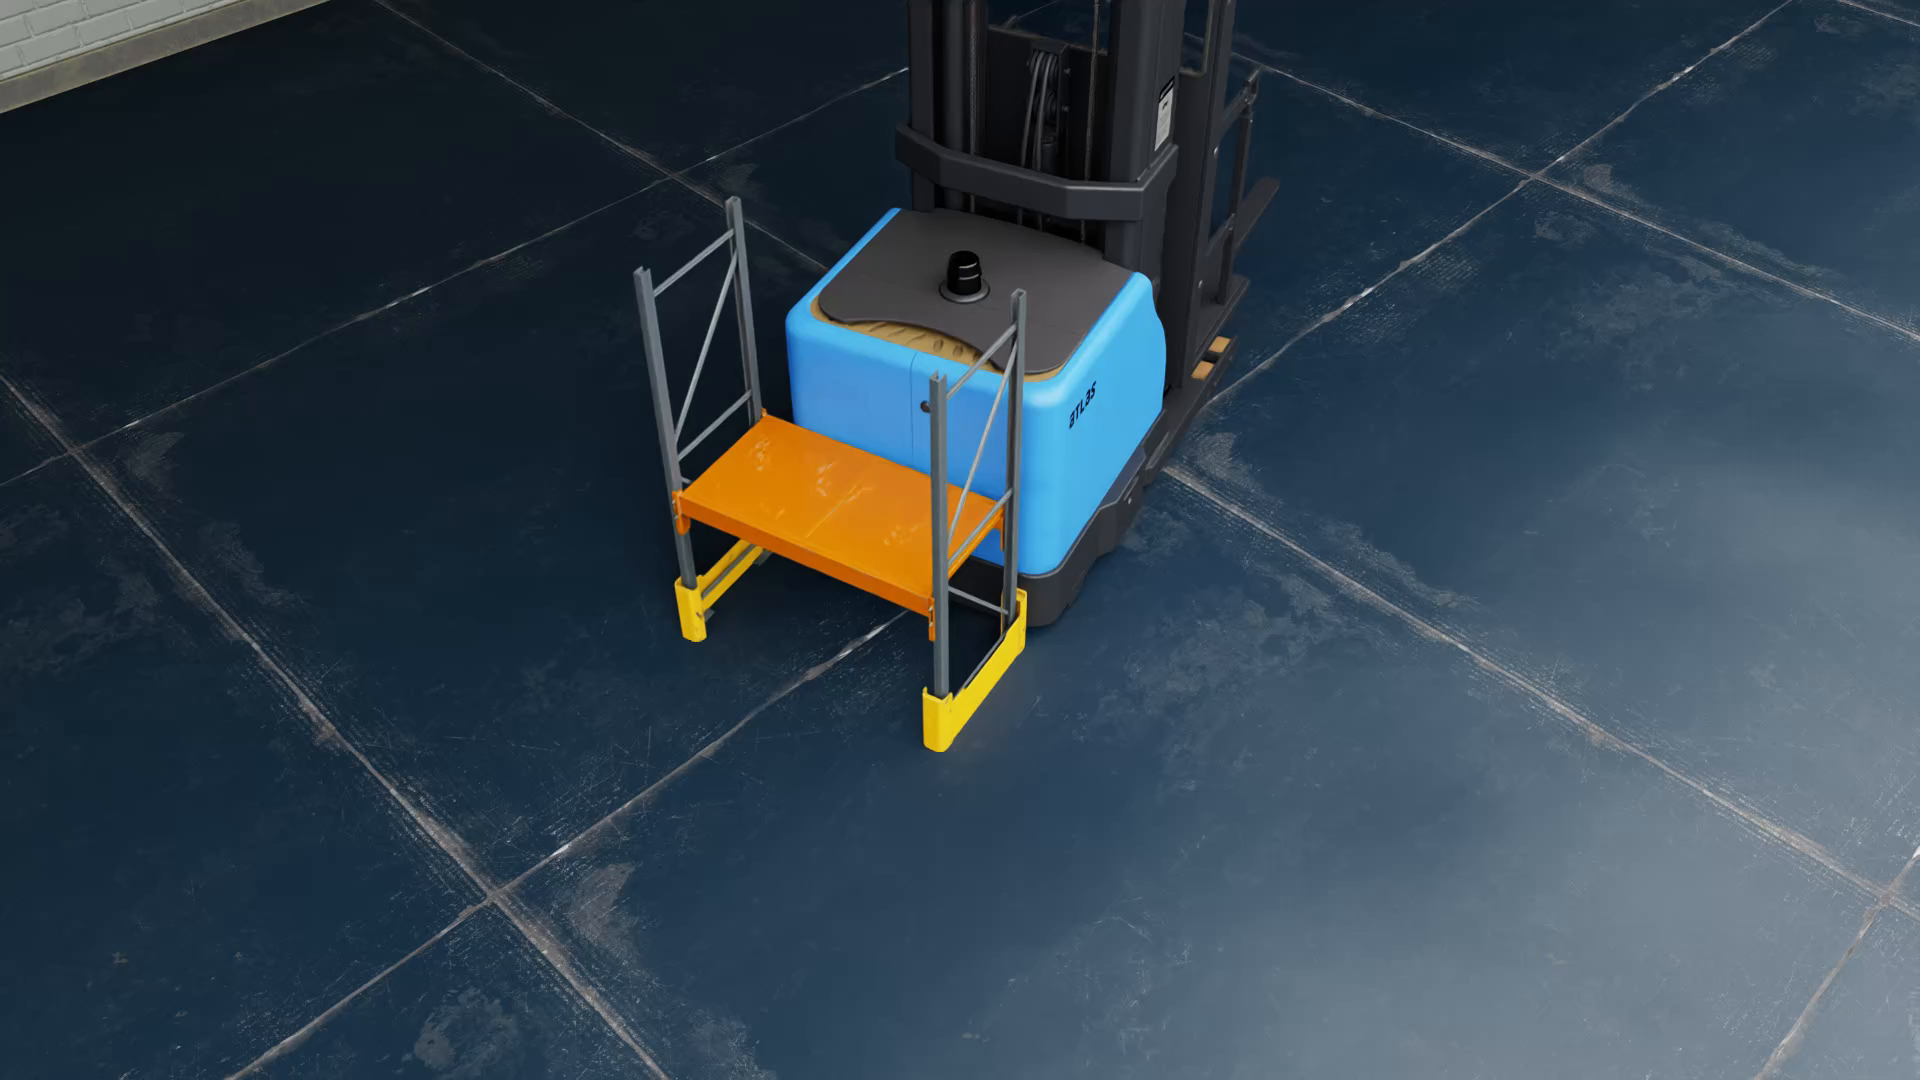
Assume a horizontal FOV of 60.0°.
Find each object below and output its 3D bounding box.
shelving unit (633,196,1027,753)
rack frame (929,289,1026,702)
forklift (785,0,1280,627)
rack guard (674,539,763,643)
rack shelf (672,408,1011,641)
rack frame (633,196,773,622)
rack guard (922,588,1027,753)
[{"bbox_3d":[-0.377,-0.199,5.361,1.083,1.500,0.587,22,47,22],"label":"shelving unit"},{"bbox_3d":[0.055,-0.029,5.176,0.032,1.500,0.500,22,47,22],"label":"rack frame"},{"bbox_3d":[0.512,-1.773,6.009,1.130,2.935,3.031,19,46,19],"label":"forklift"},{"bbox_3d":[-0.807,0.089,5.969,0.087,0.250,0.587,22,47,22],"label":"rack guard"},{"bbox_3d":[-0.385,-0.070,5.486,1.000,0.185,0.538,22,47,22],"label":"rack shelf"},{"bbox_3d":[-0.824,-0.376,5.552,0.032,1.500,0.500,22,47,22],"label":"rack frame"},{"bbox_3d":[0.054,0.430,5.601,0.087,0.250,0.587,22,47,22],"label":"rack guard"}]
